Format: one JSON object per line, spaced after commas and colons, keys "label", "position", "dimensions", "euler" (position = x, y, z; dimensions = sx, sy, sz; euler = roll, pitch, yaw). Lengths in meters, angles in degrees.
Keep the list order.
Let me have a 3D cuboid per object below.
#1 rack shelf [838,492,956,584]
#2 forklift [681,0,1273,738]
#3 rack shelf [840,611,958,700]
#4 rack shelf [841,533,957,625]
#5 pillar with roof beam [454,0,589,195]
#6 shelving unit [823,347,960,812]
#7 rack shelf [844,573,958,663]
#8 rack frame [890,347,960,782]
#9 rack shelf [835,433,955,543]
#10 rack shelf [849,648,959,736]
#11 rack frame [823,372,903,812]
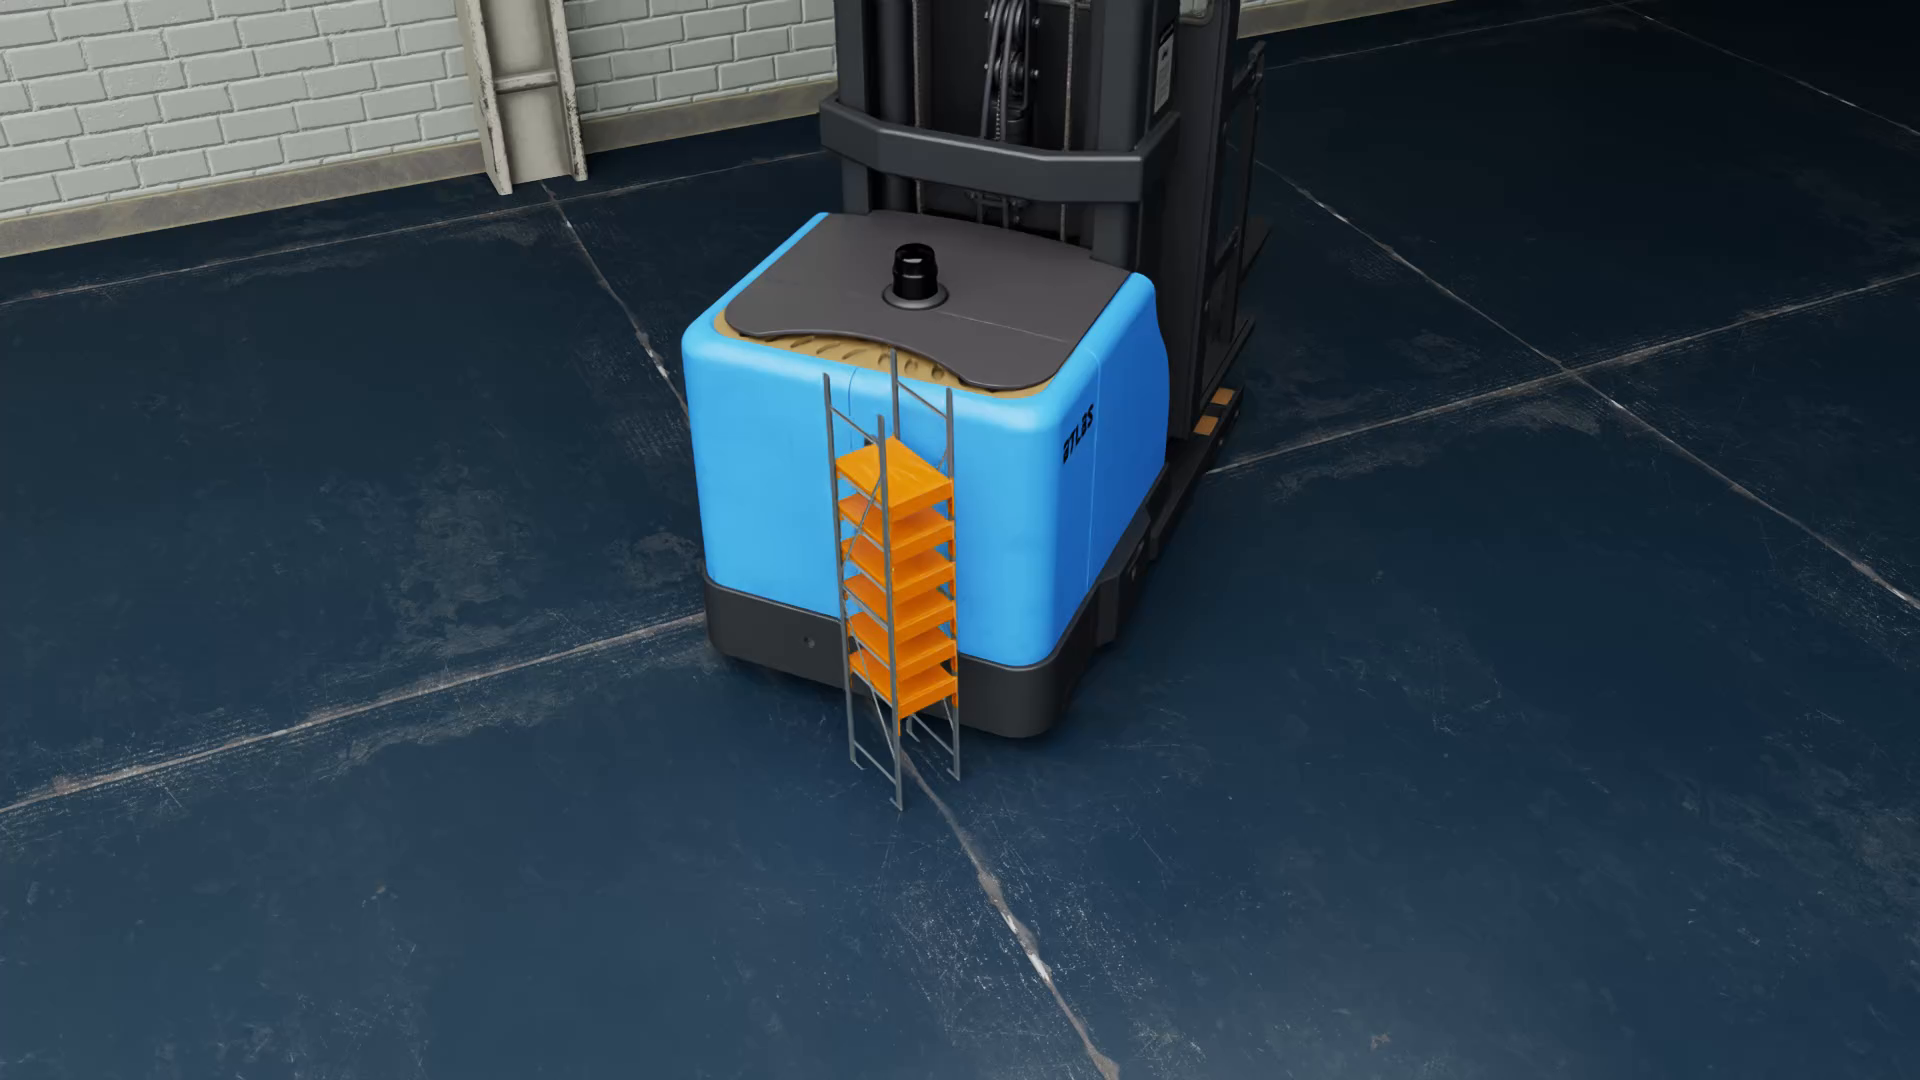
{"label": "rack shelf", "position": [-0.157, -0.028, 3.949], "dimensions": [0.180, 0.103, 0.258], "euler": [-24, 42, -28]}
{"label": "forklift", "position": [0.329, -1.524, 4.844], "dimensions": [1.130, 2.935, 3.031], "euler": [14, 39, 19]}
{"label": "rack shelf", "position": [-0.153, 0.262, 4.162], "dimensions": [0.180, 0.103, 0.258], "euler": [-24, 42, -28]}
{"label": "rack shelf", "position": [-0.156, 0.068, 4.020], "dimensions": [0.180, 0.103, 0.258], "euler": [-24, 42, -28]}
{"label": "pillar with roof beam", "position": [-0.071, -2.936, 1.654], "dimensions": [0.400, 9.000, 9.100], "euler": [-16, 39, -20]}
{"label": "shelving unit", "position": [-0.155, 0.129, 4.065], "dimensions": [0.189, 1.200, 0.258], "euler": [-24, 42, -28]}
{"label": "rack shelf", "position": [-0.154, 0.165, 4.091], "dimensions": [0.180, 0.103, 0.258], "euler": [-24, 42, -28]}
{"label": "rack frame", "position": [-0.081, 0.096, 4.108], "dimensions": [0.006, 1.200, 0.240], "euler": [-24, 42, -28]}
{"label": "rack shelf", "position": [-0.159, -0.125, 3.878], "dimensions": [0.180, 0.103, 0.258], "euler": [-24, 42, -28]}
{"label": "rack shelf", "position": [-0.151, 0.358, 4.233], "dimensions": [0.180, 0.103, 0.258], "euler": [-24, 42, -28]}
{"label": "rack frame", "position": [-0.229, 0.162, 4.022], "dimensions": [0.006, 1.200, 0.240], "euler": [-24, 42, -28]}
